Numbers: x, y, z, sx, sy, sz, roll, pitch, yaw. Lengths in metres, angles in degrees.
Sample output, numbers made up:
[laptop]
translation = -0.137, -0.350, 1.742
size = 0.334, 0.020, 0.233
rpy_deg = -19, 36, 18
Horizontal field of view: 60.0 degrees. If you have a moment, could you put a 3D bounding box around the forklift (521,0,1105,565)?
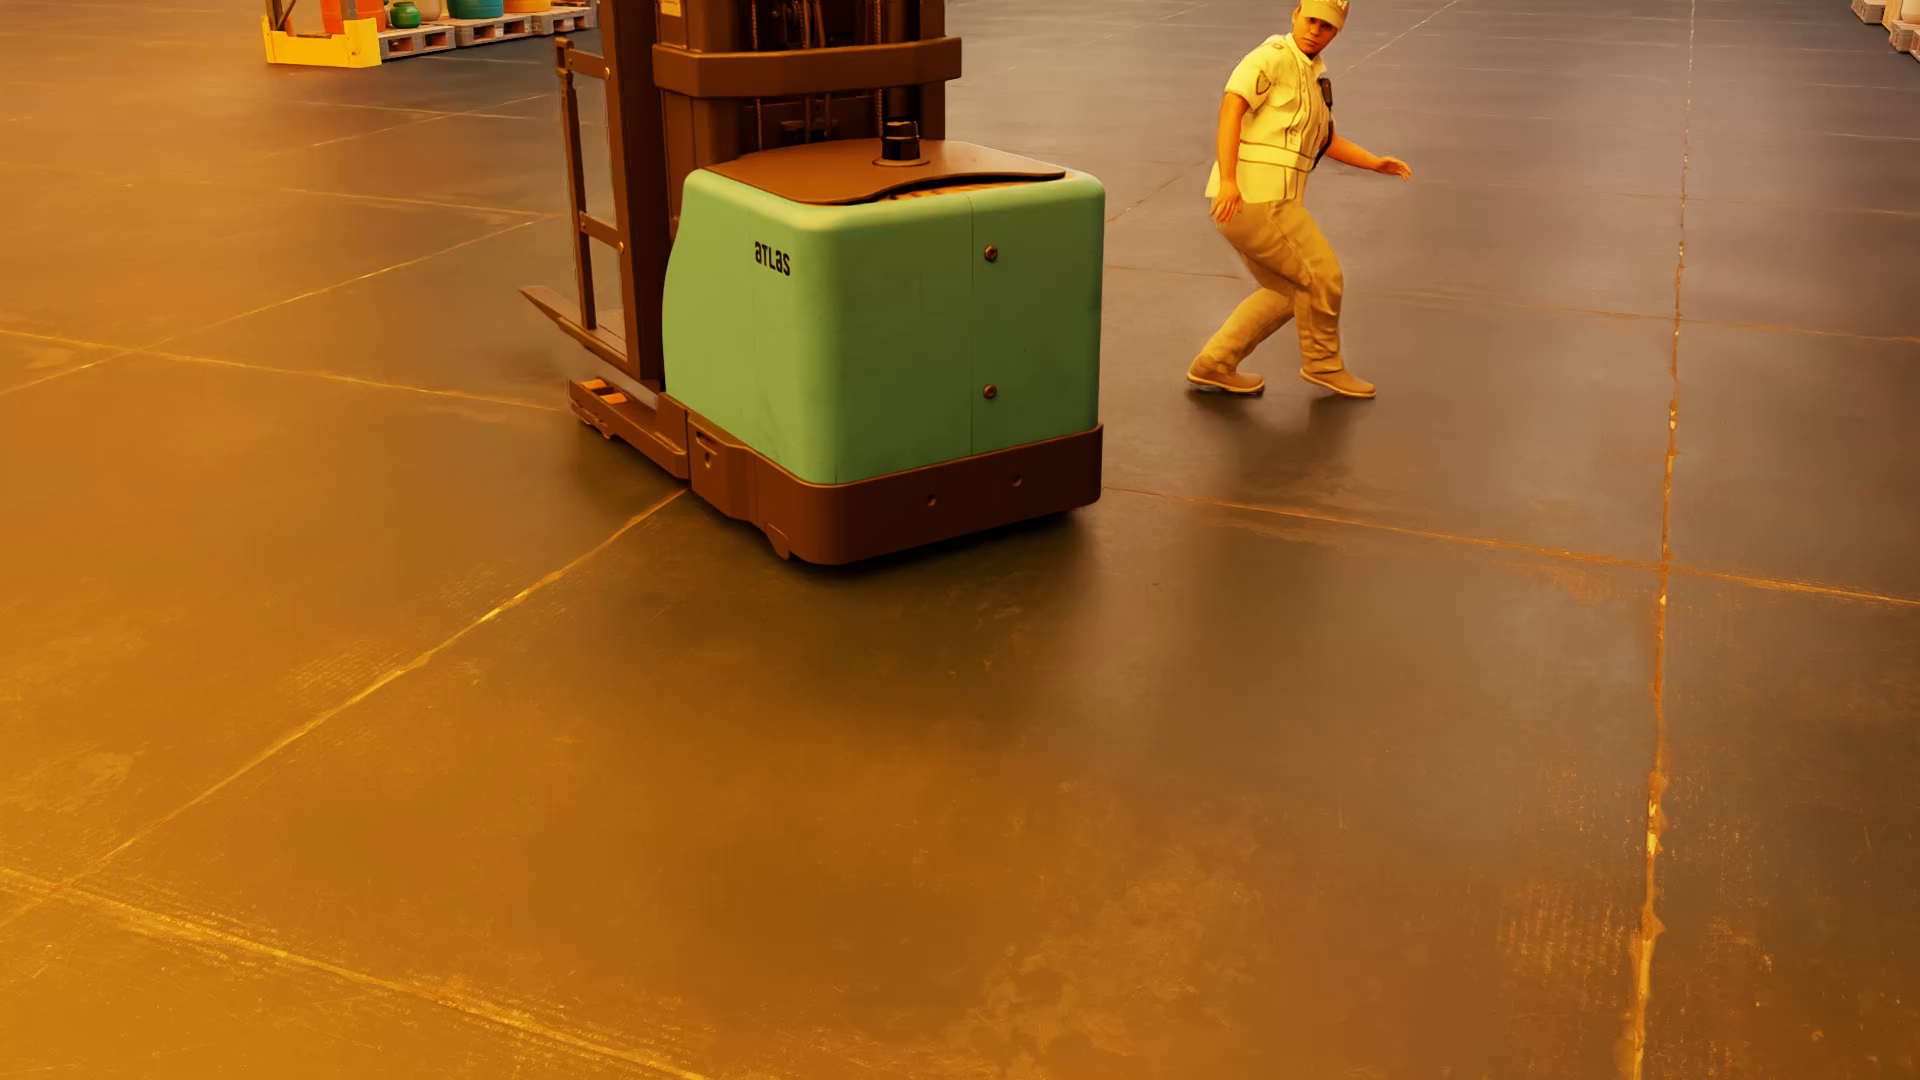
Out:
[forklift]
translation = -0.774, -1.799, 5.596
size = 1.130, 2.935, 3.031
rpy_deg = -14, 26, -30

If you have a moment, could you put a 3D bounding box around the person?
[person]
translation = 1.253, -1.234, 6.103
size = 0.772, 1.537, 0.726
rpy_deg = 4, 23, 10
